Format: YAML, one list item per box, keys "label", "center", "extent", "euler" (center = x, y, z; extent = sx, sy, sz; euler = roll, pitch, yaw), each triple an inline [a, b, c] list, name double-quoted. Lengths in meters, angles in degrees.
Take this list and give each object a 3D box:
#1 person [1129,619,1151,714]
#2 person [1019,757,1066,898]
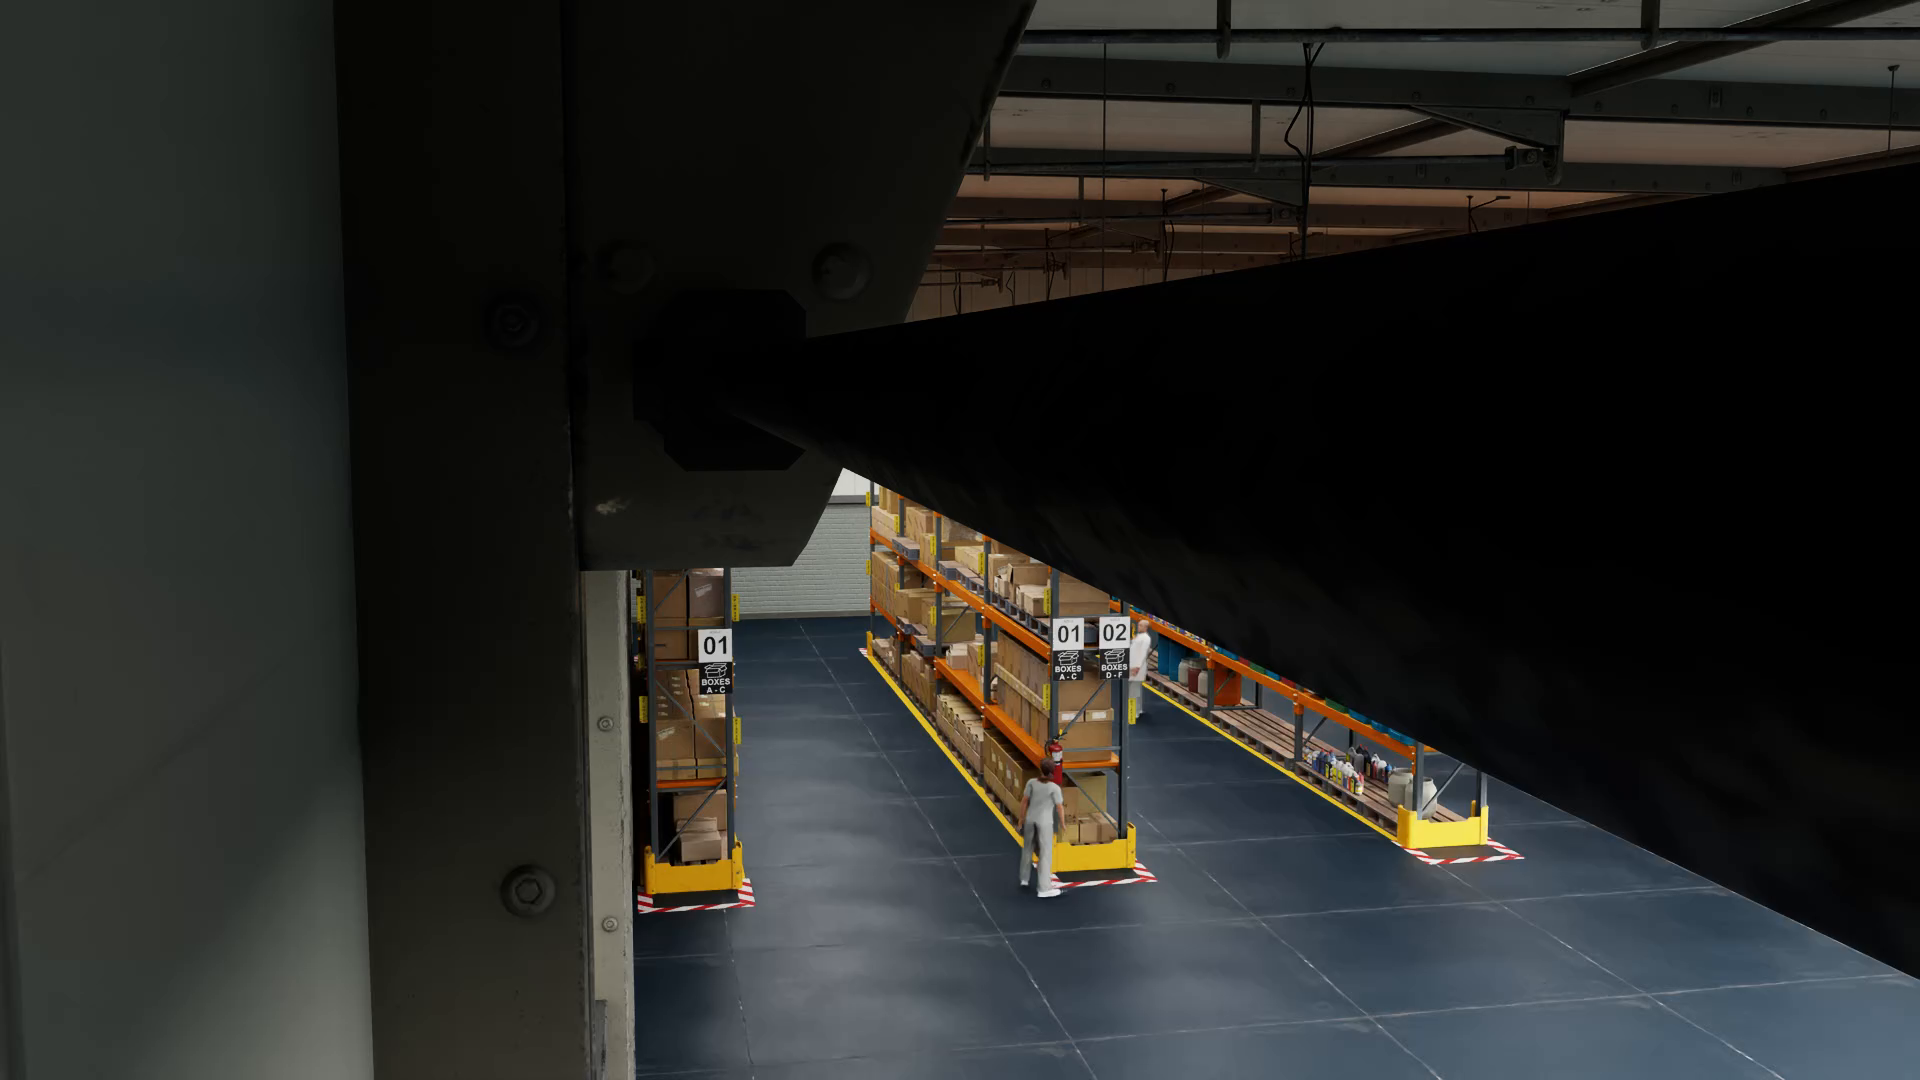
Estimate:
- label: "person"
  center: [6.984, 4.142, 12.650]
  extent: [8.960, 1.767, 35.420]
  euler: [0, 6, 2]
- label: "person"
  center: [0.935, 3.436, 20.036]
  extent: [0.662, 1.686, 0.531]
  euler: [4, 7, 32]
